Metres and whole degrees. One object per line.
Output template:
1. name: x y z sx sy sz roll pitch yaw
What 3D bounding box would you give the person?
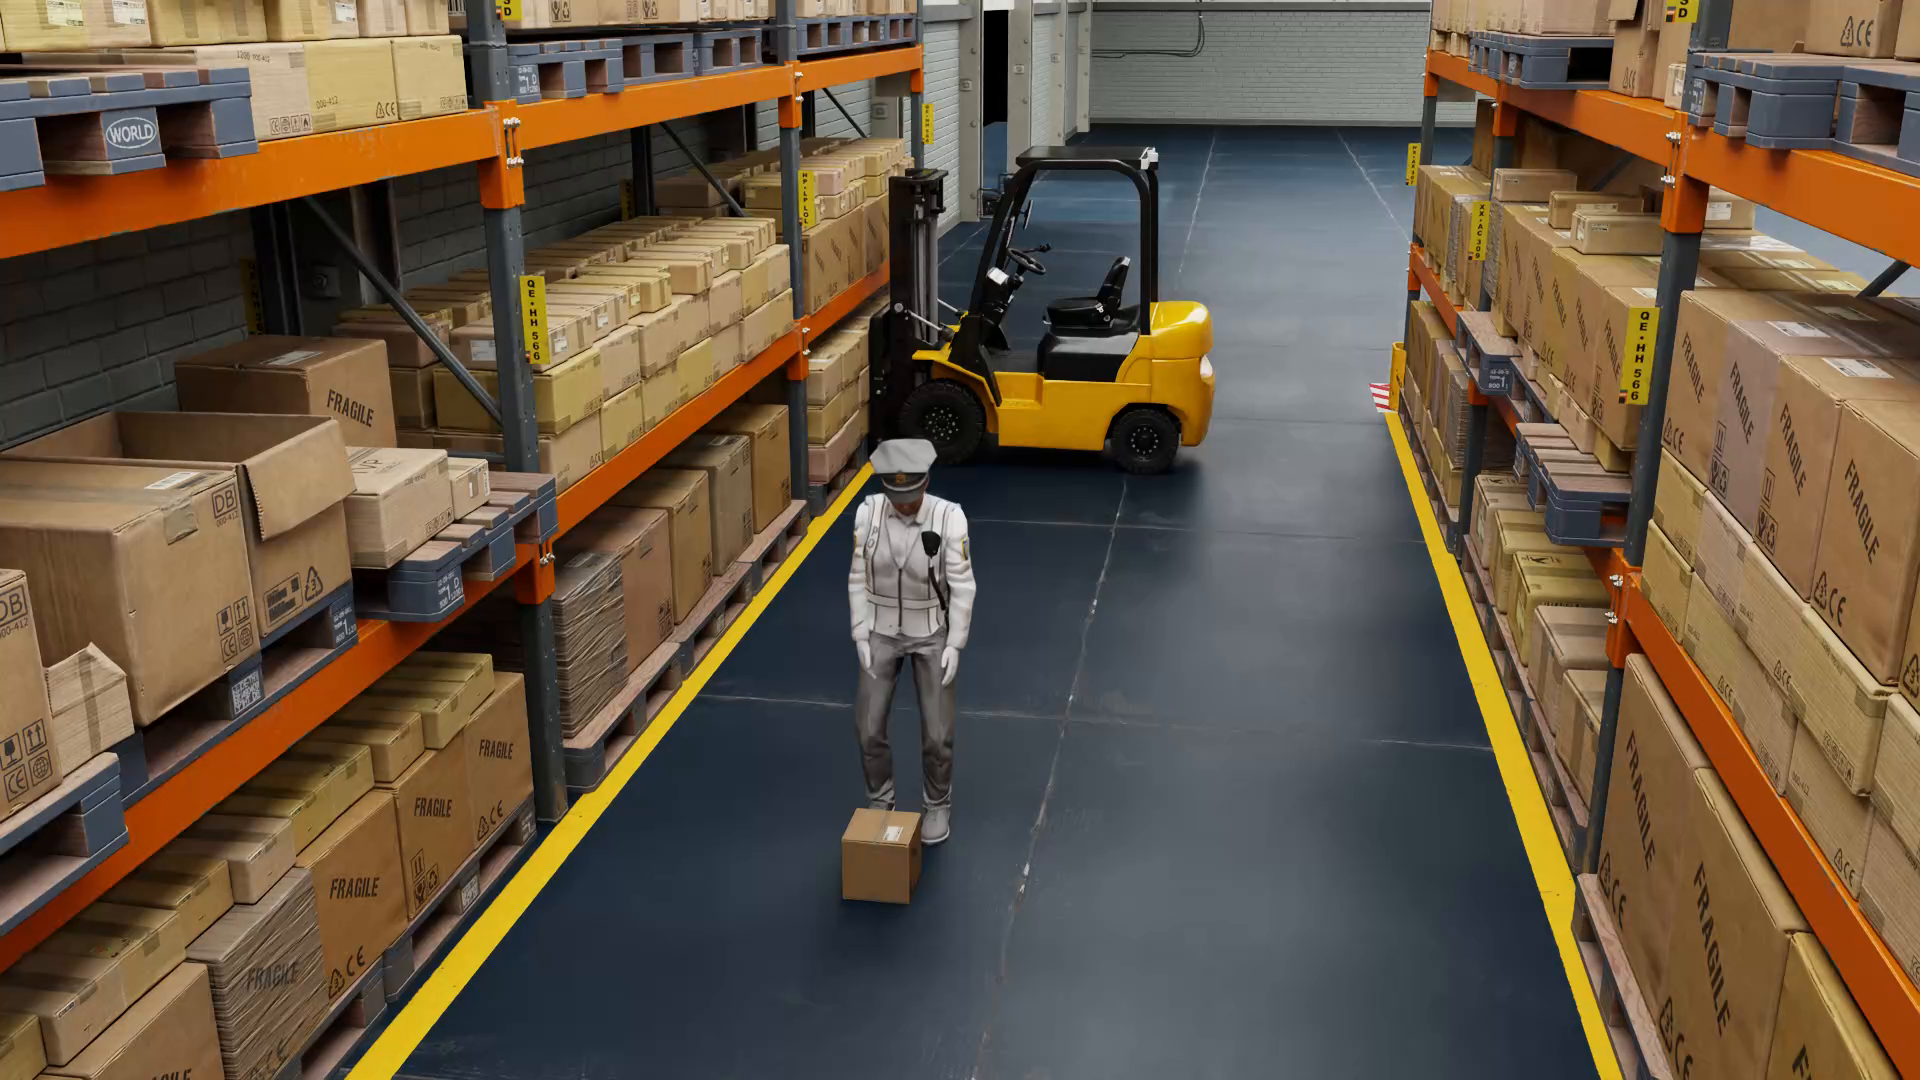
1. person: -0.189 0.396 6.418 0.500 1.626 0.446 3 18 10
